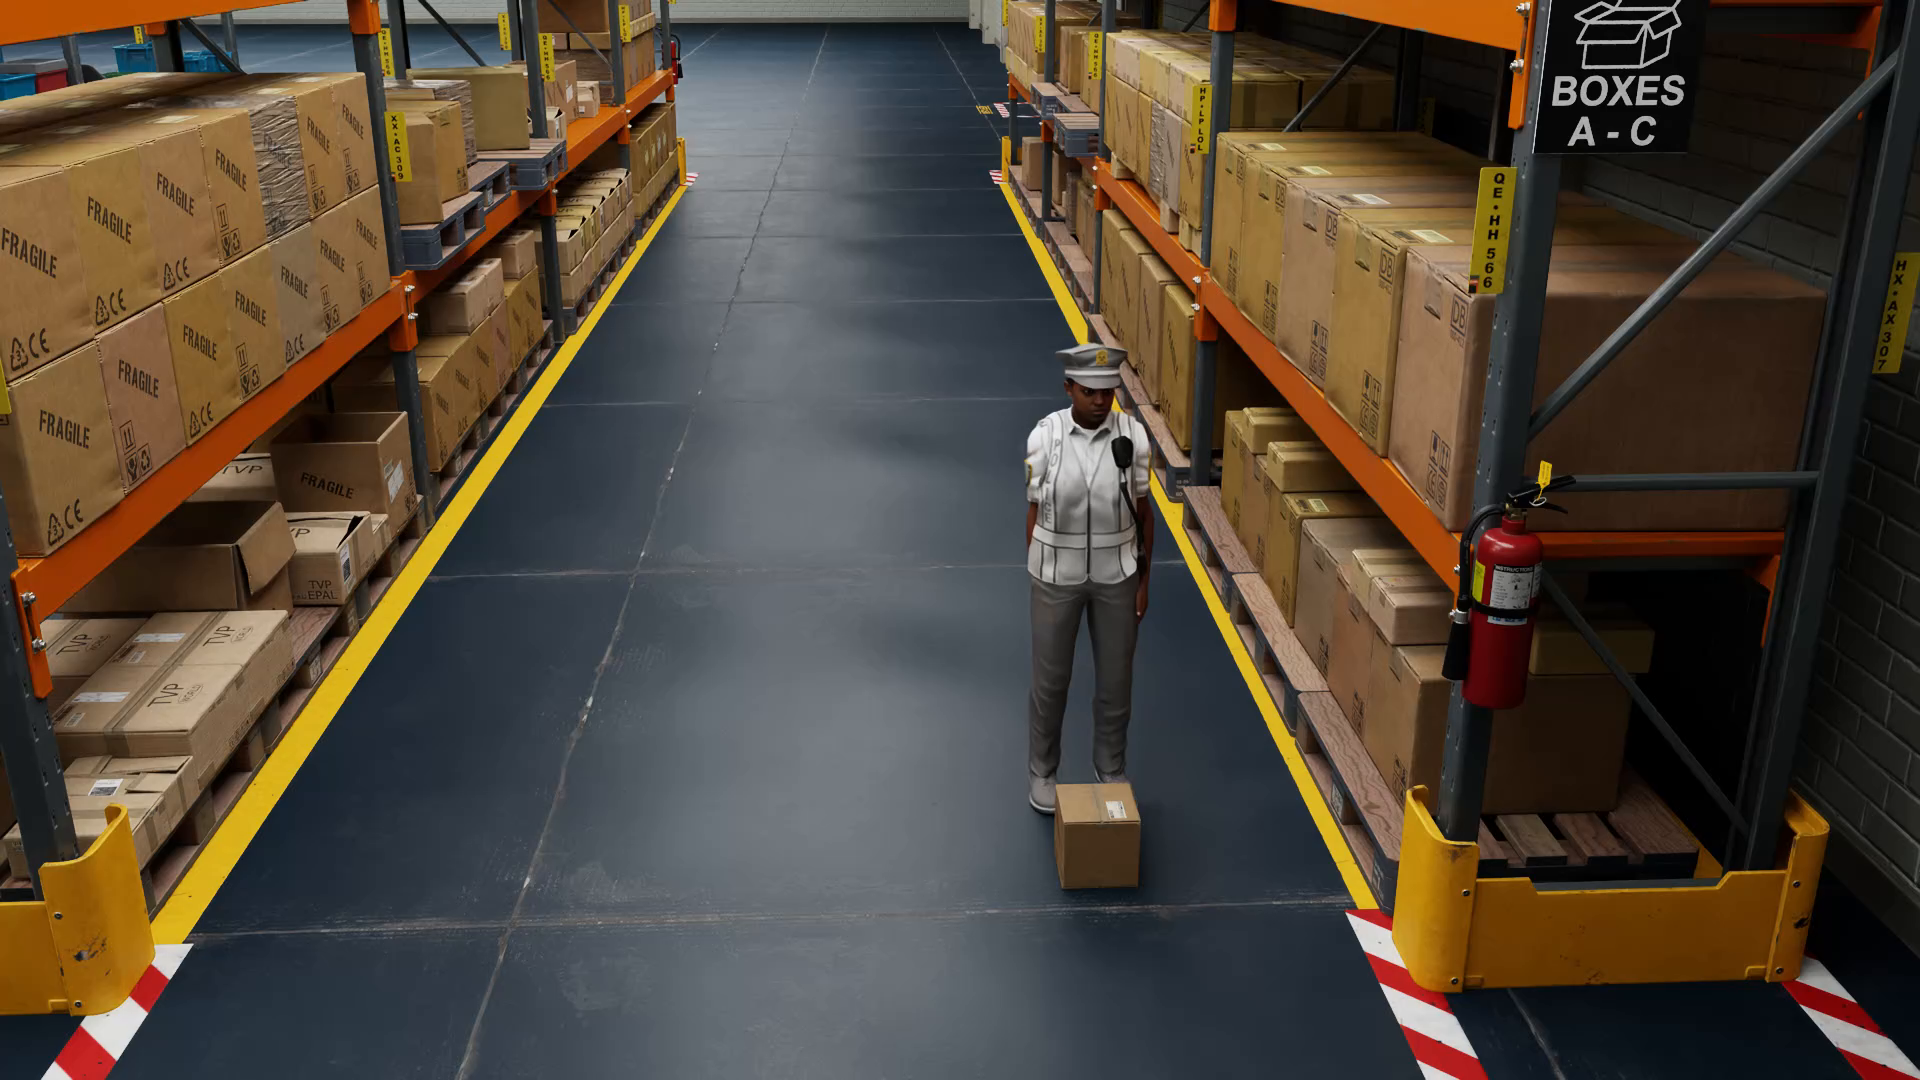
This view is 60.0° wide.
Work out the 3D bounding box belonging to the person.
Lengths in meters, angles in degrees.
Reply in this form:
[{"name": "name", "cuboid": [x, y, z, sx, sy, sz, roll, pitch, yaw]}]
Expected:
[{"name": "person", "cuboid": [0.440, 0.141, 5.693, 0.443, 1.681, 0.340, -1, 21, -2]}]
